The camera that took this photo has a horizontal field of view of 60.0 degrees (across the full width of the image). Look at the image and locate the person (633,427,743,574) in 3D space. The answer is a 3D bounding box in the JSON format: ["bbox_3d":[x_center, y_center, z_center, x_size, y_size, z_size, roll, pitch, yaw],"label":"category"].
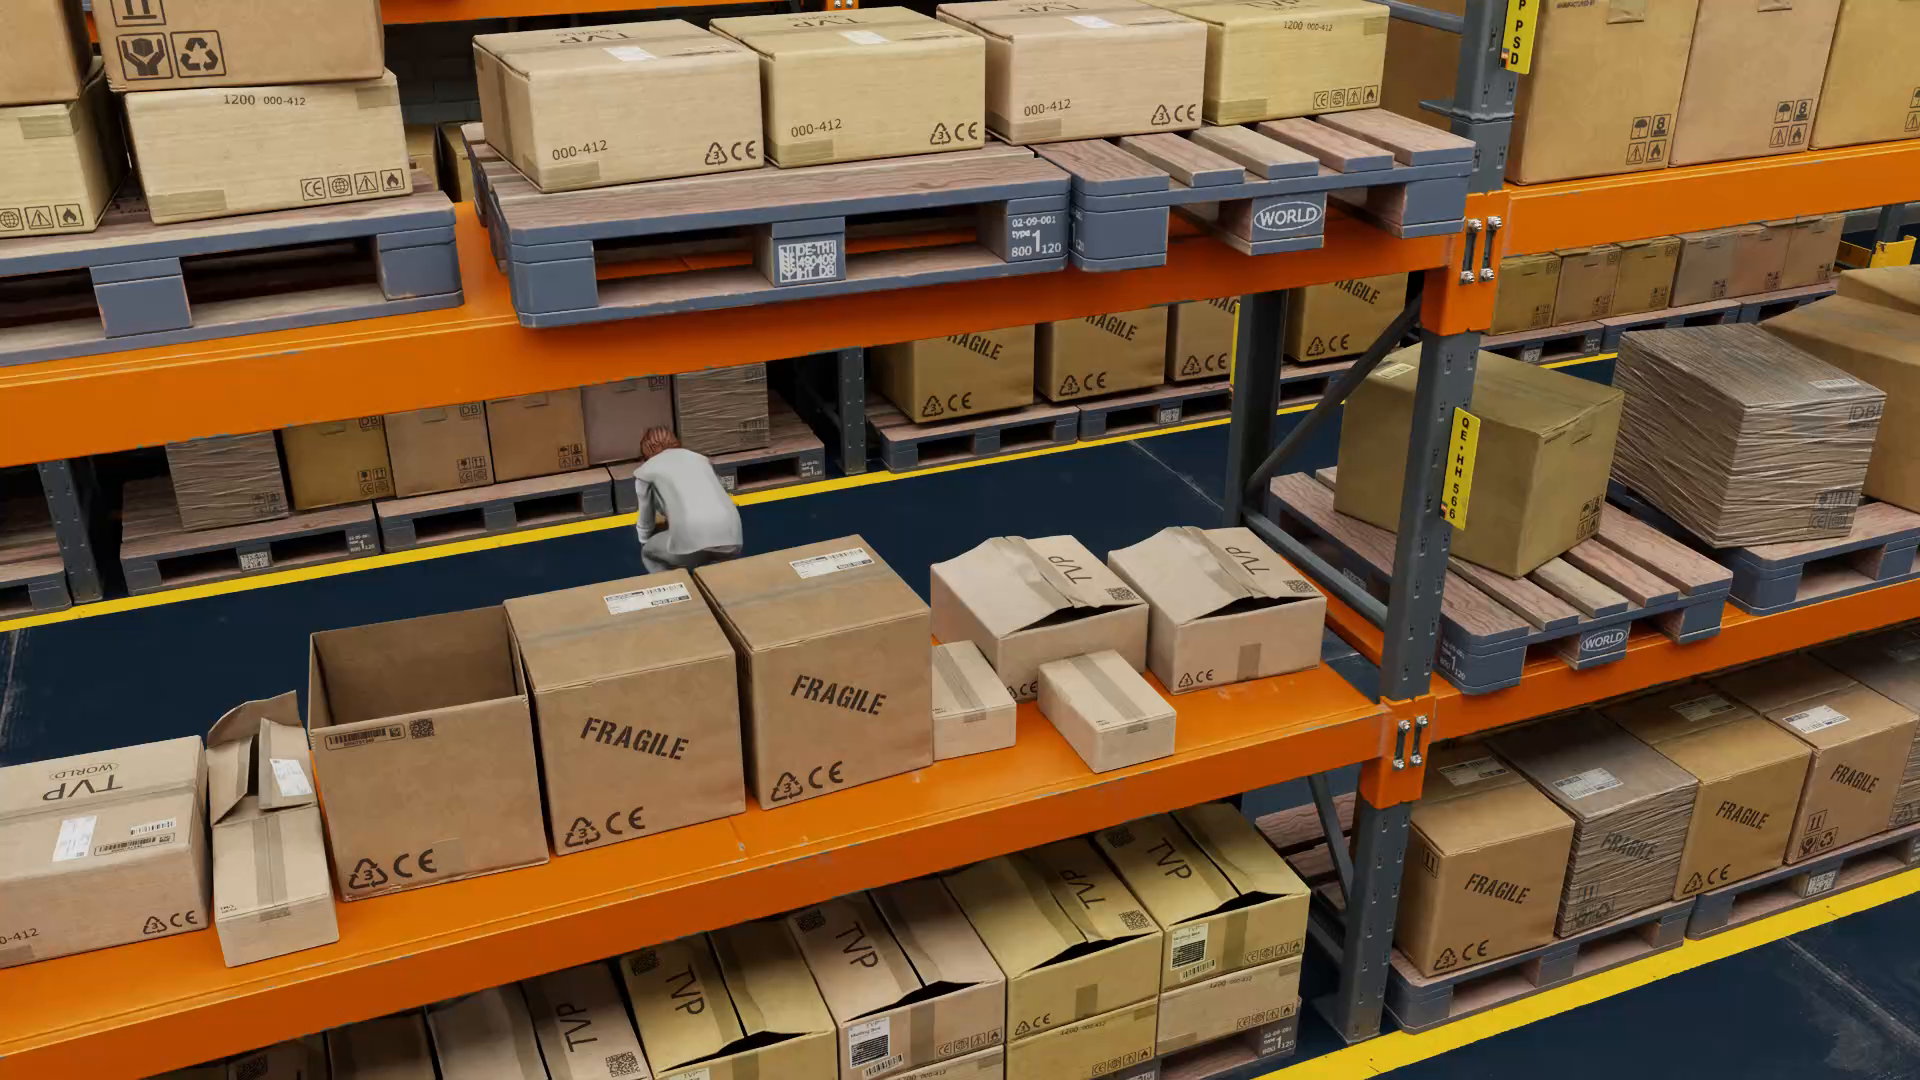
[{"bbox_3d":[-1.278,0.011,7.807,0.430,0.872,0.849,-12,29,-22],"label":"person"}]
